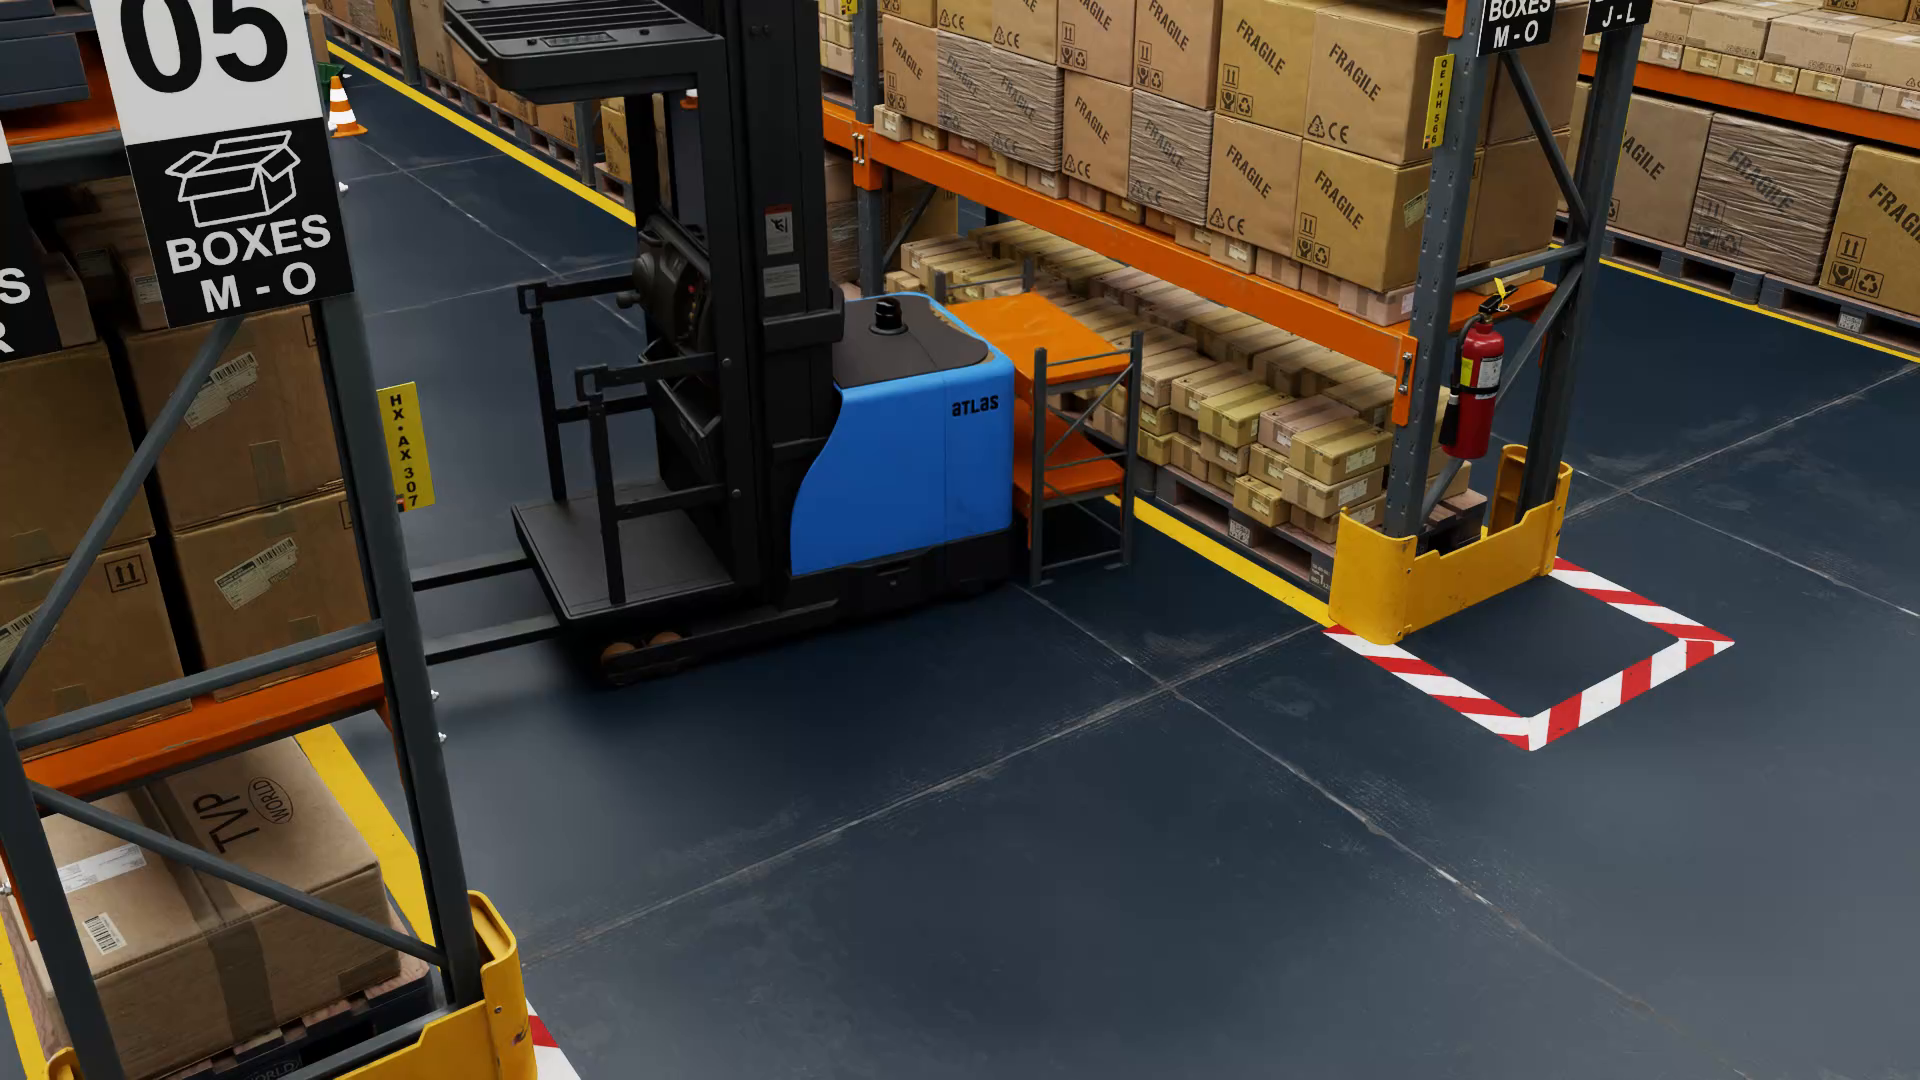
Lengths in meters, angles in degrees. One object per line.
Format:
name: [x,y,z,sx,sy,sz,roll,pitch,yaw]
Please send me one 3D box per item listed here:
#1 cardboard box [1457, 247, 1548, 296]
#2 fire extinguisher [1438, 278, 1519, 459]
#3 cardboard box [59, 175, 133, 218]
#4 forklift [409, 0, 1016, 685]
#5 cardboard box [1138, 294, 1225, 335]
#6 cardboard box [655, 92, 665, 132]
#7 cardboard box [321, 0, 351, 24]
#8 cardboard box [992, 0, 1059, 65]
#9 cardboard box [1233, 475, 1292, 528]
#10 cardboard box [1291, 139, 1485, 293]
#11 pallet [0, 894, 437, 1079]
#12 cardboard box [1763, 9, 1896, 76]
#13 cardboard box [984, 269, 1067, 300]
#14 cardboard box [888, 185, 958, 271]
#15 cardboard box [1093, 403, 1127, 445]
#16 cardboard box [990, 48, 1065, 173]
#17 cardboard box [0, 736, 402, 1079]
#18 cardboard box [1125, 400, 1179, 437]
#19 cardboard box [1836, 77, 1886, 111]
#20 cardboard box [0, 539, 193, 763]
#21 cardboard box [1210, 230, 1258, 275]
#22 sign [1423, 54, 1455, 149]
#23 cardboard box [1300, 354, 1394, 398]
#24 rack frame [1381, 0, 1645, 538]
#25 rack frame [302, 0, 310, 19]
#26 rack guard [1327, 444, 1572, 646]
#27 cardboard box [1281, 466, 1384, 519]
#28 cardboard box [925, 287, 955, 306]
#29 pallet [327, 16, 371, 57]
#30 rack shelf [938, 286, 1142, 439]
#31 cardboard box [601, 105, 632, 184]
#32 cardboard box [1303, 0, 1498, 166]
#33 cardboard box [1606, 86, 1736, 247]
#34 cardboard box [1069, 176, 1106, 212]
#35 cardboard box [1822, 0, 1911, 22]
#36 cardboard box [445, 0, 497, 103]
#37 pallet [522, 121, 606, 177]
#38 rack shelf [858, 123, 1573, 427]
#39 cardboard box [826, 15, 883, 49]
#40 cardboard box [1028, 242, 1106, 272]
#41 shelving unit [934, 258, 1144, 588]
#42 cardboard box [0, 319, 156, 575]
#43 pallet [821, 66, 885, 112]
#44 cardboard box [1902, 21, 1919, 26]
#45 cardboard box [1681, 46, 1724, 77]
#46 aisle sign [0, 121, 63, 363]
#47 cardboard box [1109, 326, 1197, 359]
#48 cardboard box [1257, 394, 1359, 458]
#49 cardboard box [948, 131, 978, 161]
cardboard box: [2.254,-1.170,7.025,0.380,0.149,0.250,-19,34,-31]
fire extinguisher: [1.945,-0.641,6.258,0.296,0.674,0.183,-19,34,-31]
cardboard box: [-2.213,-0.950,4.524,0.380,0.149,0.250,-20,34,-32]
forklift: [-1.315,-0.994,6.510,3.031,2.935,1.130,-13,31,-22]
cardboard box: [1.145,-1.132,8.616,0.380,0.149,0.250,-19,34,-31]
cardboard box: [-1.968,-3.058,11.630,0.500,0.250,0.500,-19,34,-31]
cardboard box: [-6.146,-5.948,17.346,0.875,0.875,0.875,-19,34,-31]
cardboard box: [0.498,-2.589,7.909,0.500,0.500,0.500,-18,33,-30]
cardboard box: [1.468,-0.215,7.550,0.380,0.149,0.250,-18,33,-29]
cardboard box: [1.705,-1.342,6.662,0.500,0.500,0.500,-18,33,-30]
pallet: [-2.326,1.282,5.169,1.003,0.211,1.213,-19,34,-31]
cardboard box: [5.188,-2.973,9.926,0.500,0.250,0.500,-20,34,-32]
cardboard box: [0.354,-1.318,8.957,0.380,0.149,0.250,-20,34,-32]
cardboard box: [-0.358,-2.066,10.590,0.500,0.500,0.500,-17,33,-29]
cardboard box: [0.890,-0.627,8.309,0.380,0.149,0.250,-18,33,-30]
cardboard box: [0.493,-2.135,8.122,0.500,0.500,0.500,-20,34,-32]
cardboard box: [-2.263,1.058,4.904,0.875,0.438,0.875,-20,34,-32]
cardboard box: [1.023,-0.652,8.043,0.380,0.149,0.250,-18,33,-30]
cardboard box: [5.358,-2.631,9.715,0.380,0.149,0.250,-18,33,-30]
cardboard box: [-2.294,0.187,4.157,0.500,0.500,0.500,-19,34,-30]
cardboard box: [1.317,-1.295,7.255,0.380,0.149,0.250,-18,33,-29]
sign: [1.712,-1.566,5.946,0.100,0.325,0.005,-19,34,-31]
cardboard box: [1.848,-0.762,7.935,0.380,0.149,0.250,-19,34,-31]
rack frame: [2.175,-1.064,6.566,1.000,3.000,0.127,-19,34,-31]
rack frame: [-1.798,-2.291,2.539,1.000,3.000,0.127,-19,34,-31]
rack guard: [2.131,0.005,7.217,1.175,0.500,0.348,-19,34,-31]
cardboard box: [1.637,-0.253,7.308,0.380,0.149,0.250,-20,34,-32]
cardboard box: [0.025,-1.379,9.381,0.380,0.149,0.250,-19,34,-30]
pallet: [-5.875,-5.296,17.280,1.003,0.211,1.213,-19,34,-31]
rack shelf: [0.328,-0.816,7.460,0.538,0.278,1.000,-12,31,-22]
cardboard box: [-2.263,-2.915,12.153,0.500,0.500,0.500,-20,35,-33]
cardboard box: [1.707,-1.787,6.434,0.500,0.500,0.500,-20,34,-32]
cardboard box: [4.794,-2.575,11.135,0.875,0.875,0.875,-19,34,-31]
cardboard box: [0.750,-1.718,8.034,0.380,0.149,0.250,-17,33,-29]
cardboard box: [5.620,-3.448,10.015,0.500,0.500,0.500,-20,34,-32]
cardboard box: [-3.796,-4.333,14.502,1.050,0.750,0.750,-19,34,-31]
pallet: [-2.861,-3.276,13.561,1.003,0.211,1.213,-19,34,-31]
rack shelf: [1.015,-1.526,8.170,1.077,0.370,4.000,-19,34,-31]
cardboard box: [-0.537,-2.924,9.503,0.380,0.149,0.250,-18,33,-29]
cardboard box: [0.604,-1.563,9.409,0.380,0.149,0.250,-19,34,-31]
shelving unit: [0.328,-0.559,7.600,0.538,1.125,1.048,-12,31,-22]
cardboard box: [-2.272,-0.259,3.932,0.500,0.500,0.500,-18,33,-29]
pallet: [-0.470,-2.872,10.097,1.003,0.211,1.213,-19,34,-31]
cardboard box: [5.909,-2.924,9.837,0.500,0.250,0.500,-19,34,-31]
cardboard box: [4.760,-3.030,10.449,0.380,0.149,0.250,-20,34,-32]
aisle sign: [-2.009,-0.683,3.141,0.394,0.787,0.004,-19,34,-31]
cardboard box: [0.947,-0.912,8.211,0.380,0.149,0.250,-20,34,-32]
cardboard box: [1.563,-0.507,7.464,0.380,0.149,0.250,-18,33,-30]
cardboard box: [0.161,-2.139,8.809,0.380,0.149,0.250,-20,35,-33]
